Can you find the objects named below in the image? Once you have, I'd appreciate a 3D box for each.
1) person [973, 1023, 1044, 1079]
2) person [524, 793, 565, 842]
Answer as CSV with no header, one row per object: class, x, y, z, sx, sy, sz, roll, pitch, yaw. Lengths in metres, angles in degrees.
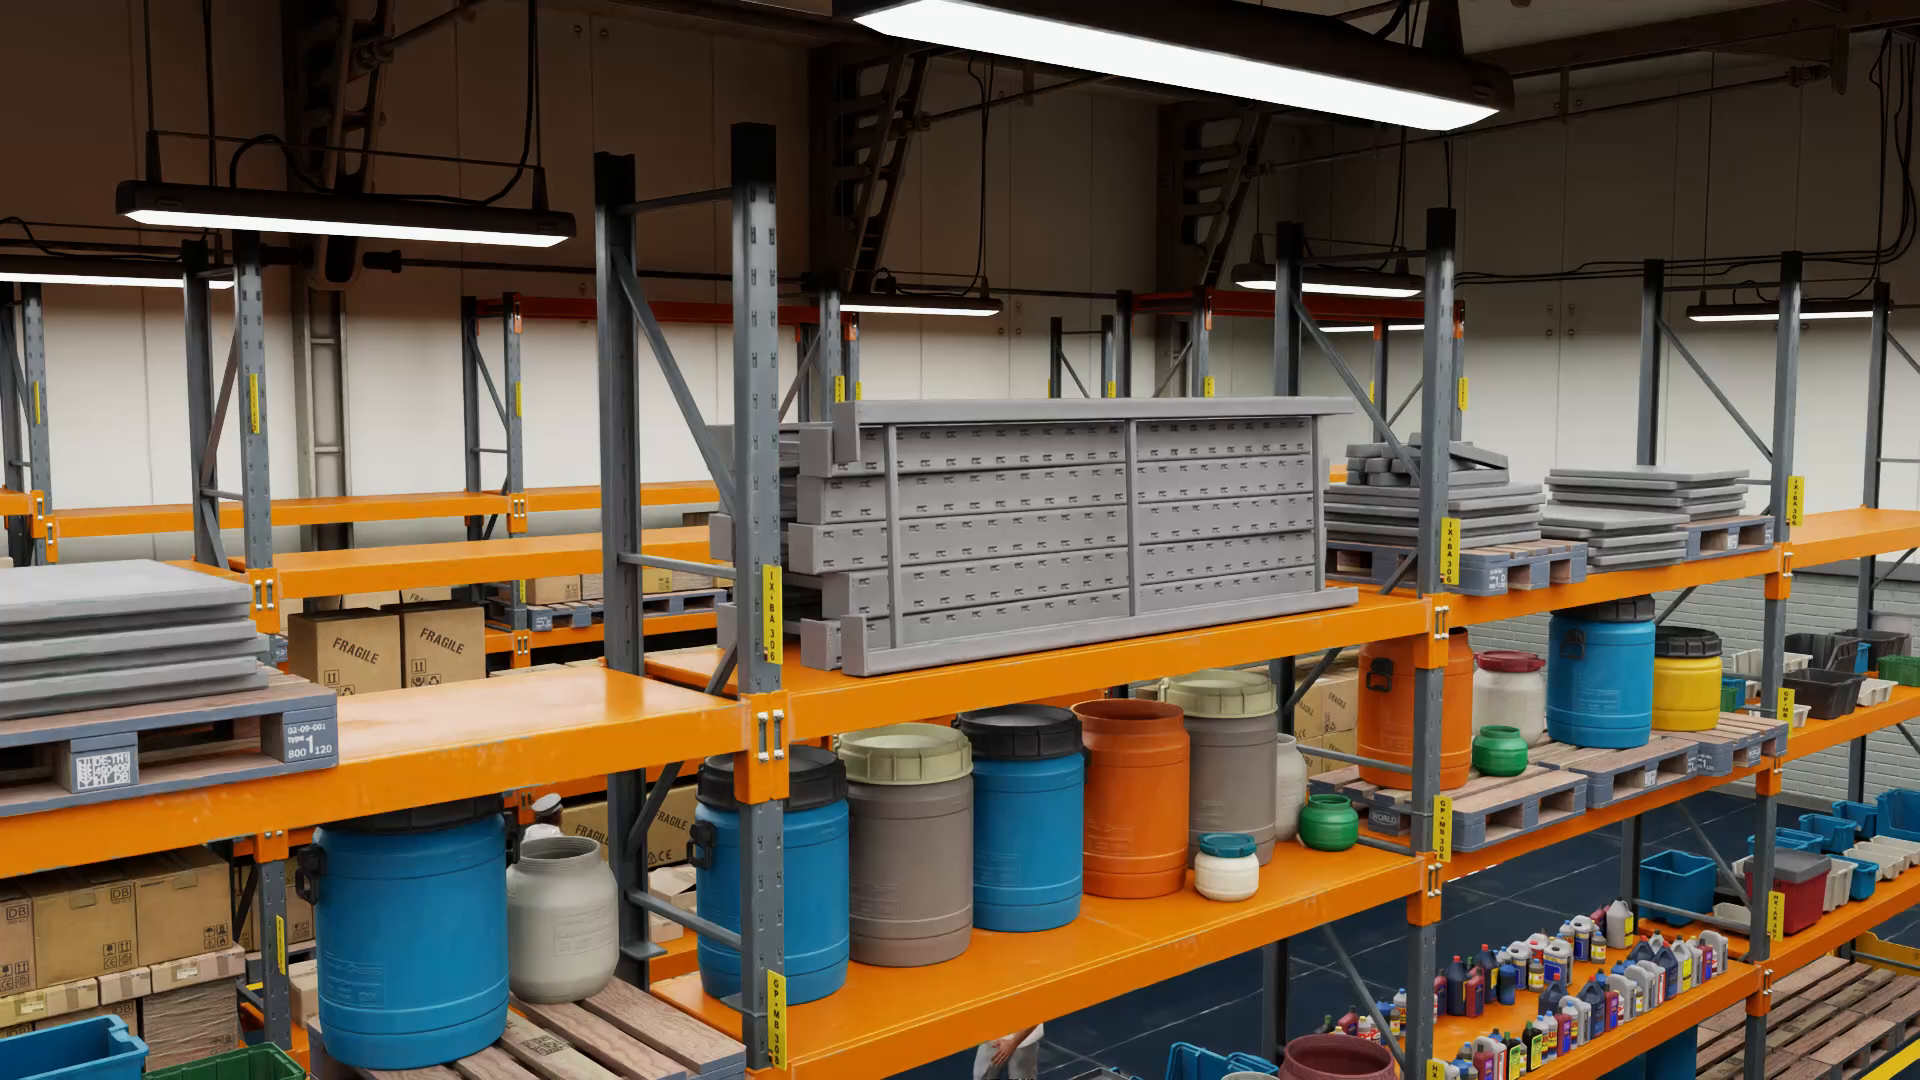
person,0.305,3.310,10.961,0.700,1.817,0.697,-4,7,-39
person,-3.535,3.024,14.107,0.464,1.738,0.595,5,7,42
